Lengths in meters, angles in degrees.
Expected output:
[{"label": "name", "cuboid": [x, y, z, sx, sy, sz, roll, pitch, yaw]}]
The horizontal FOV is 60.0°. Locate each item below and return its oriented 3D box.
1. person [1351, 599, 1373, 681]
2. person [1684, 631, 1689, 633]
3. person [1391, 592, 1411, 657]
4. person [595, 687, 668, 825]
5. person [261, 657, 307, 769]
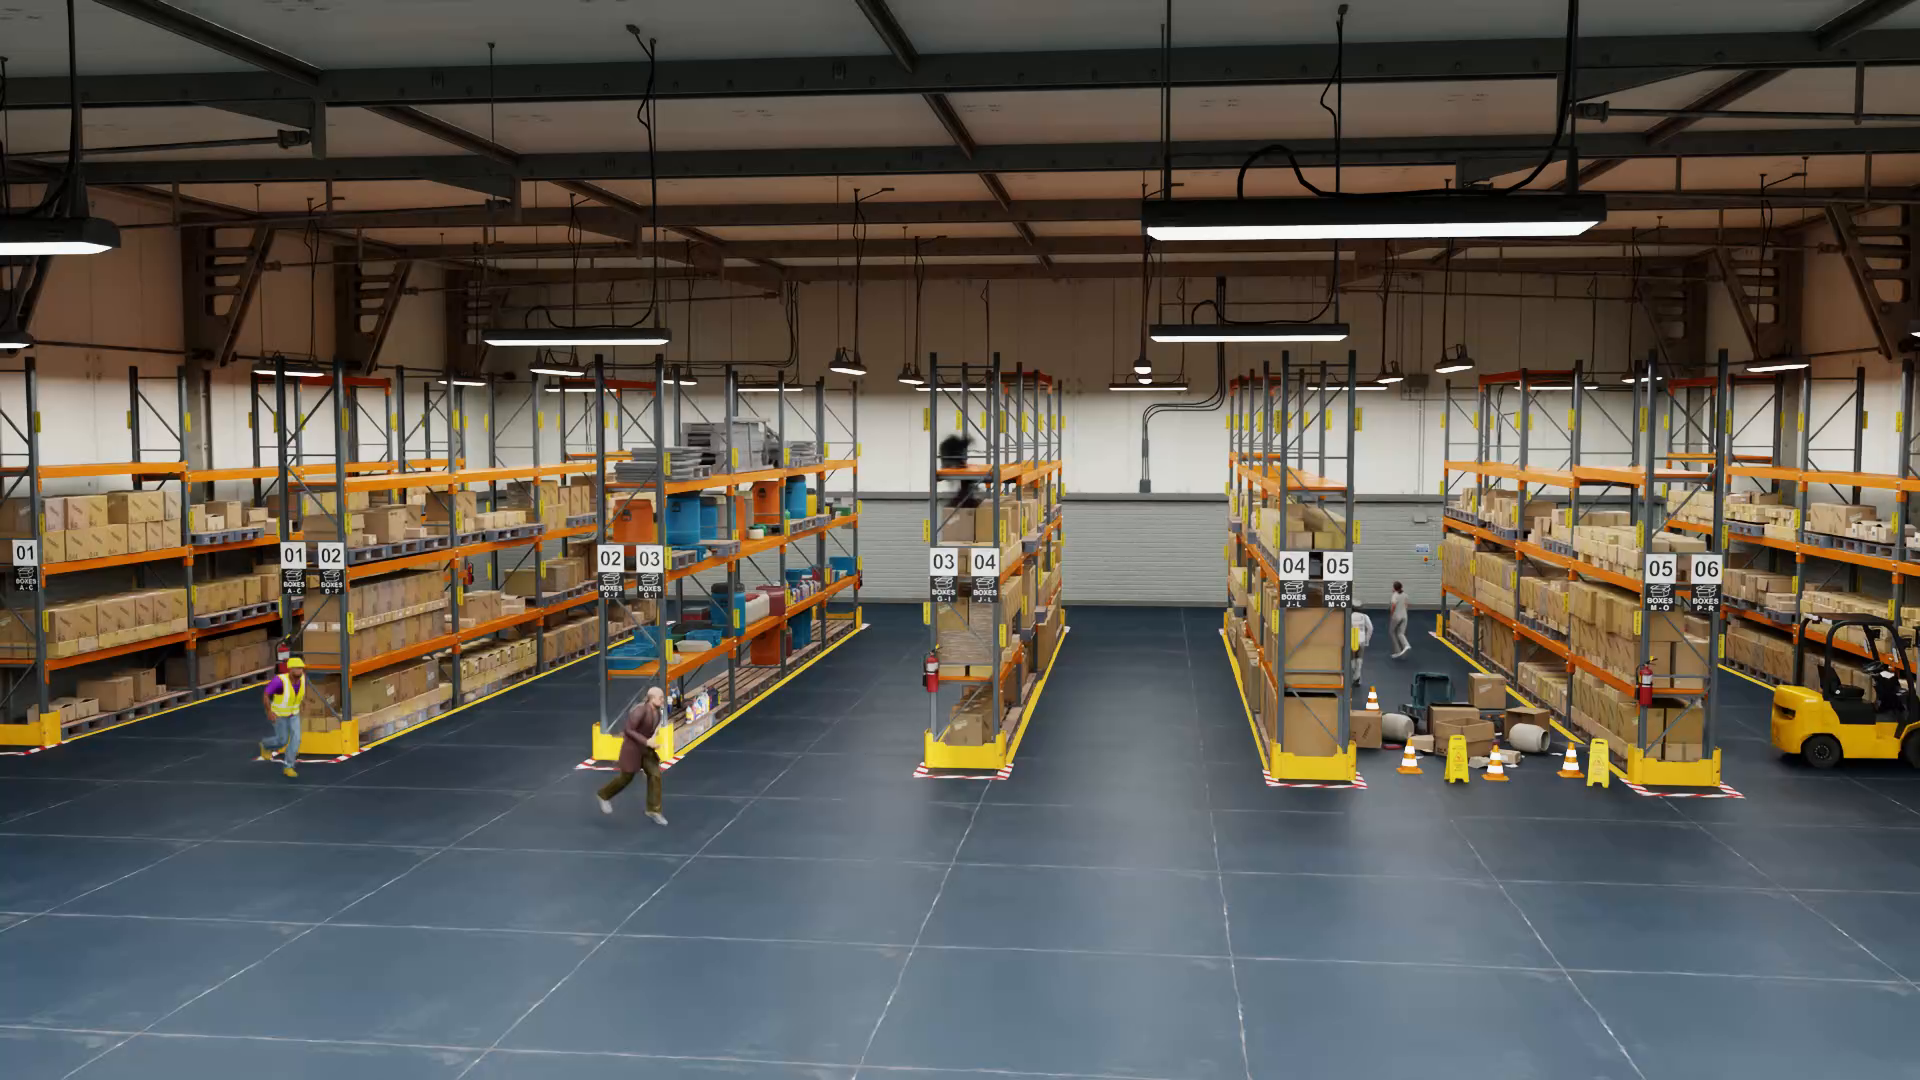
[{"label": "person", "cuboid": [7.583, 1.914, 31.798, 0.625, 1.556, 0.466, 0, 4, 6]}, {"label": "person", "cuboid": [12.152, 2.297, 27.744, 0.602, 1.535, 0.822, 0, 4, 0]}, {"label": "person", "cuboid": [9.358, 1.825, 35.192, 0.518, 1.411, 0.760, -1, 4, -16]}, {"label": "person", "cuboid": [-4.128, 2.692, 20.903, 1.099, 1.745, 0.702, 2, 4, 21]}, {"label": "person", "cuboid": [-9.627, 2.459, 23.697, 0.870, 1.616, 0.704, 2, 5, 28]}]
